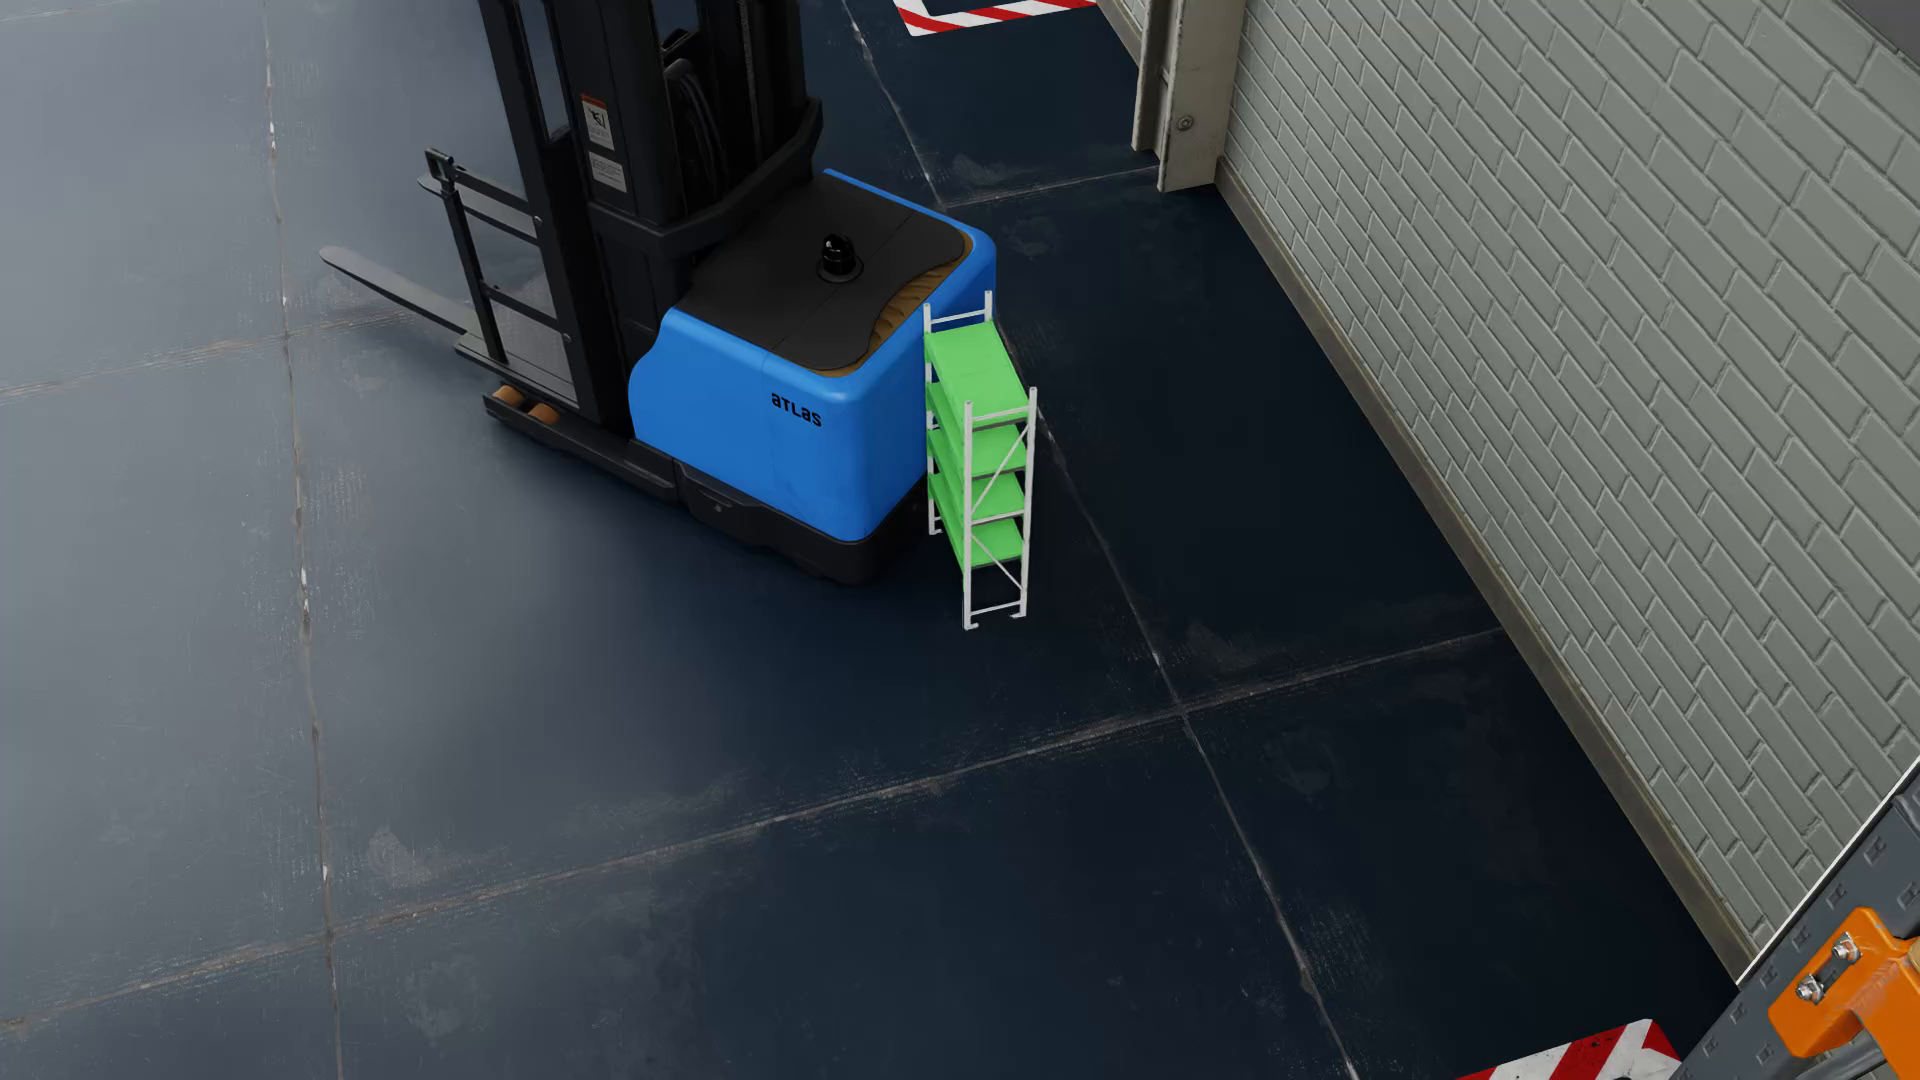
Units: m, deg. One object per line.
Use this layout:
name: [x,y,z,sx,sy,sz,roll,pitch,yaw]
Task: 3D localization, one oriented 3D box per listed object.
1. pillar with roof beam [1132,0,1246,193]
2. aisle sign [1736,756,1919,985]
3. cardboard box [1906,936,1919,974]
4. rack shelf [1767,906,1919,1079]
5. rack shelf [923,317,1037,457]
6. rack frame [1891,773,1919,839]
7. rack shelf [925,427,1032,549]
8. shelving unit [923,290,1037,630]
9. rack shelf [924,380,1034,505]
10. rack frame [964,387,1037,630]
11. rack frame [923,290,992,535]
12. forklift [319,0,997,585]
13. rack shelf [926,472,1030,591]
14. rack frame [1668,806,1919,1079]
pillar with roof beam: [-3.065,-3.763,3.826,9.100,9.000,0.400,-13,51,-11]
aisle sign: [1.481,0.441,2.506,0.394,0.787,0.004,-13,51,-11]
cardboard box: [1.649,0.559,2.066,0.500,0.500,0.500,-12,51,-10]
rack shelf: [2.380,1.989,1.409,1.077,0.370,4.000,-13,51,-11]
rack shelf: [0.063,-0.526,5.654,0.258,0.148,0.480,-13,51,-11]
rack frame: [1.789,-0.670,1.219,1.000,3.000,0.127,-13,51,-11]
rack shelf: [0.063,-0.216,6.021,0.258,0.148,0.480,-13,51,-11]
shelving unit: [0.063,-0.257,5.972,0.258,1.200,0.503,-13,51,-11]
rack shelf: [0.063,-0.371,5.837,0.258,0.148,0.480,-13,51,-11]
rack frame: [0.133,-0.079,5.821,0.240,1.200,0.015,-13,51,-11]
rack frame: [-0.007,-0.436,6.123,0.240,1.200,0.015,-13,51,-11]
forklift: [-1.369,-1.657,6.020,3.031,2.935,1.130,26,55,20]
rack shelf: [0.063,-0.062,6.204,0.258,0.148,0.480,-13,51,-11]
rack frame: [1.789,1.264,3.512,1.000,3.000,0.127,-13,51,-11]
